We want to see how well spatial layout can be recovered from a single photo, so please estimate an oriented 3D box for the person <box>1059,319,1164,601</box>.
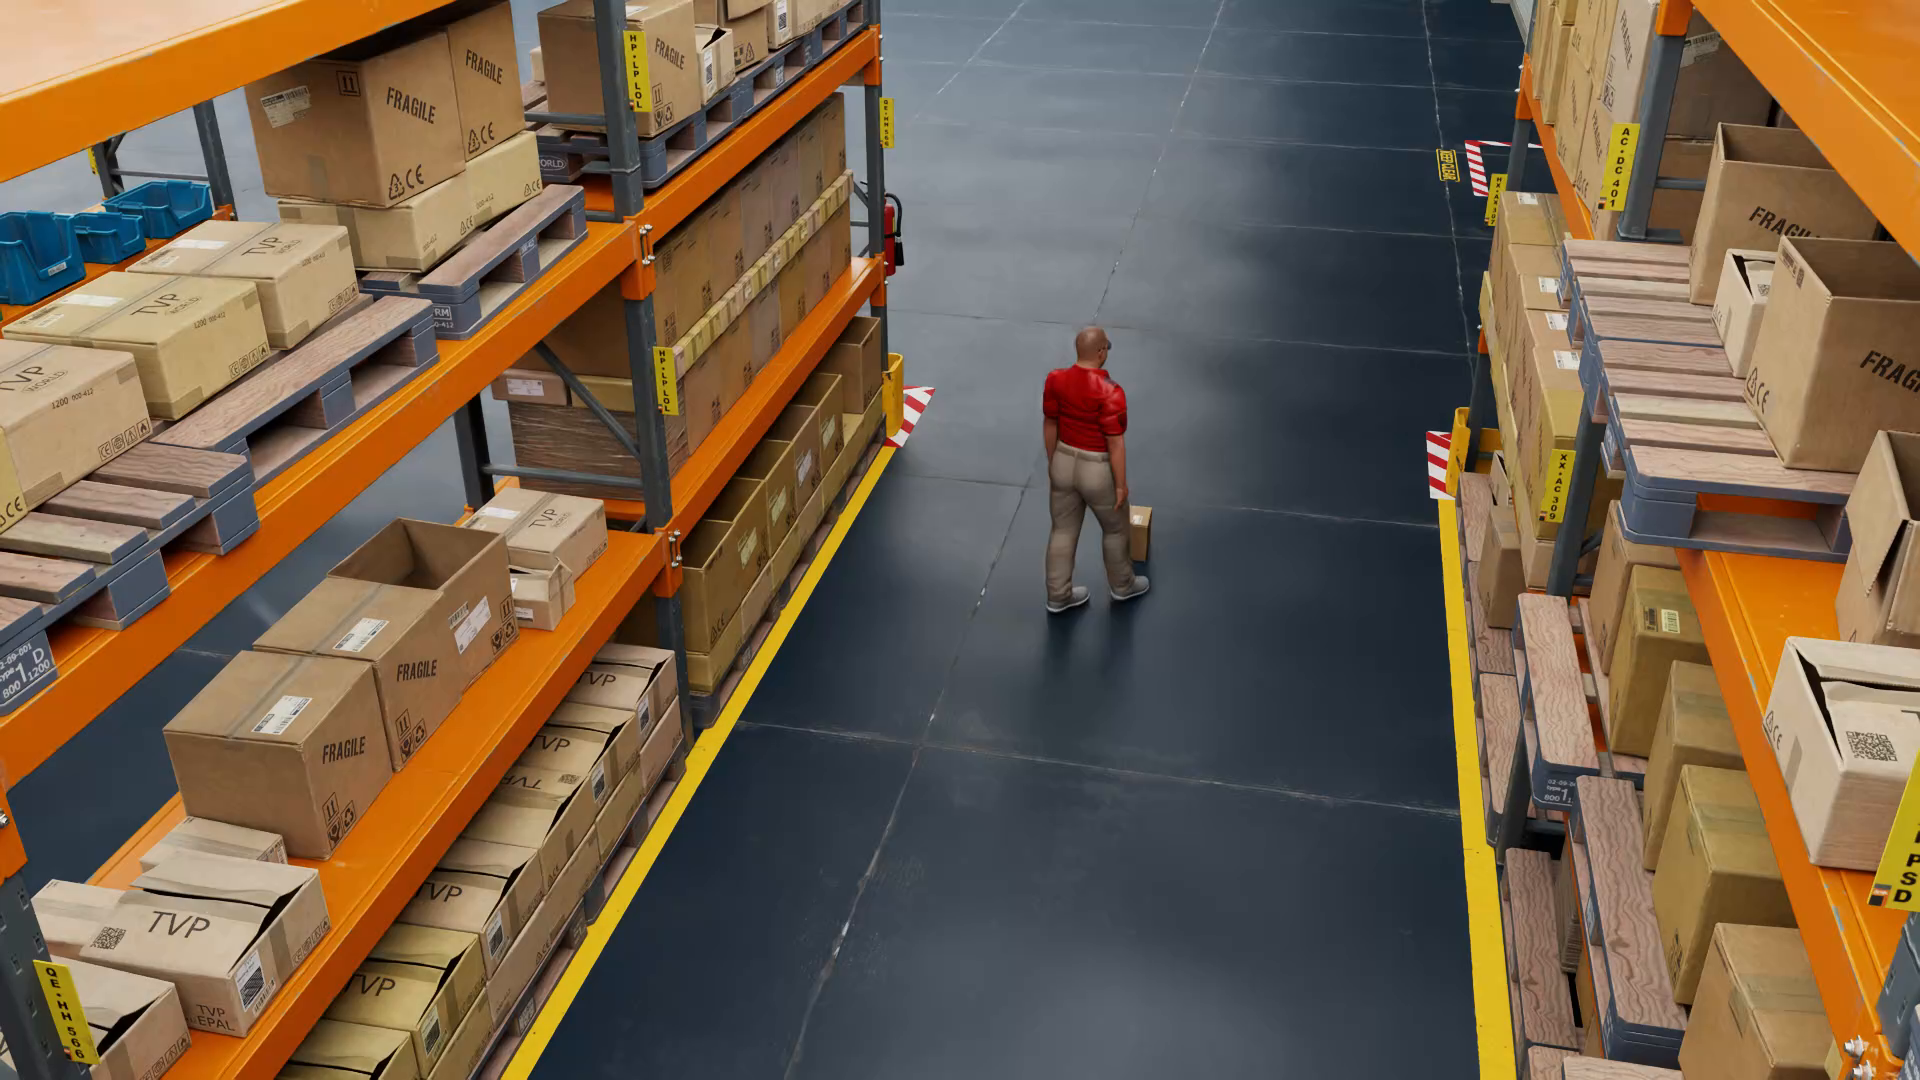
[{"bbox_3d":[0.916,-0.447,9.444,0.537,1.730,0.634,19,34,31],"label":"person"}]
